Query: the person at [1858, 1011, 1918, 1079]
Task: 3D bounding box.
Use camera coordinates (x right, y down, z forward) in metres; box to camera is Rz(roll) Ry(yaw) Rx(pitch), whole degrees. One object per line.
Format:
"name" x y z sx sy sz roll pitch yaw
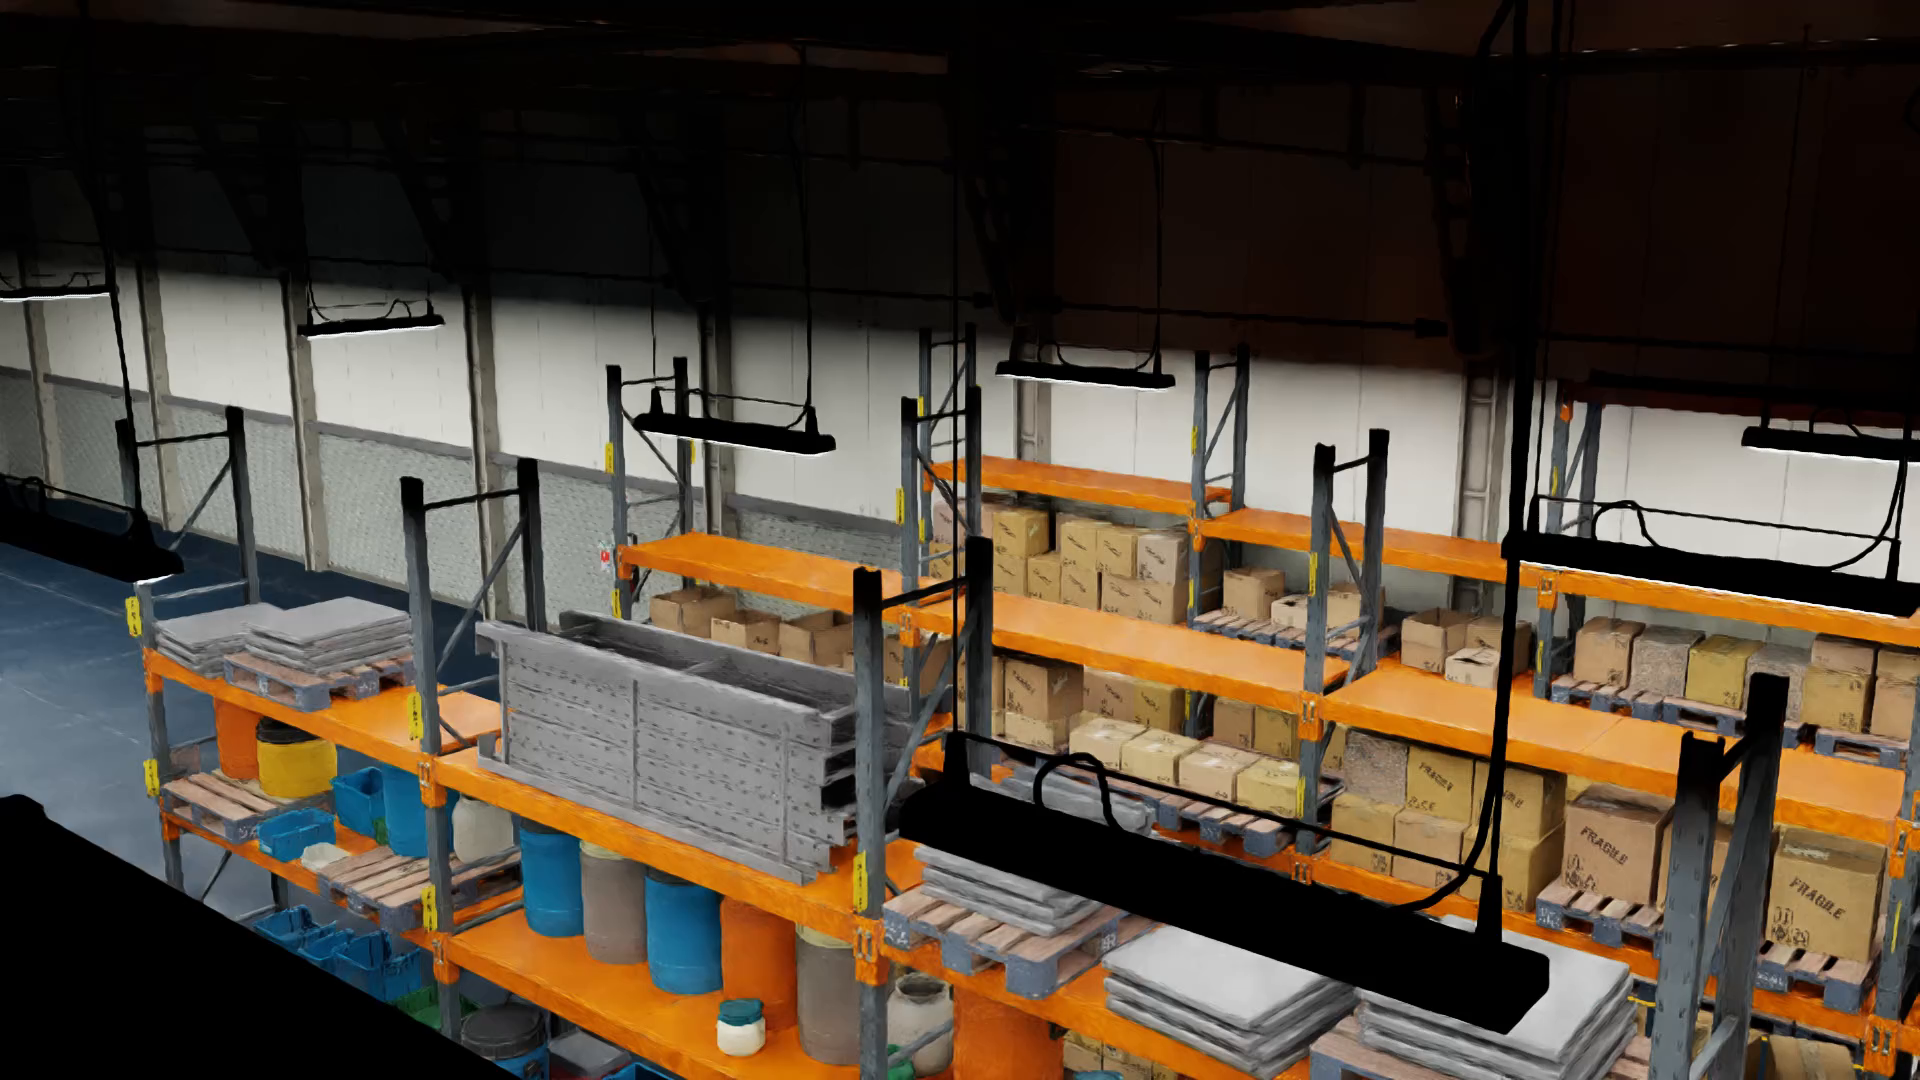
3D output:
"person" 7.563 4.298 13.590 0.582 1.611 0.625 9 16 35
